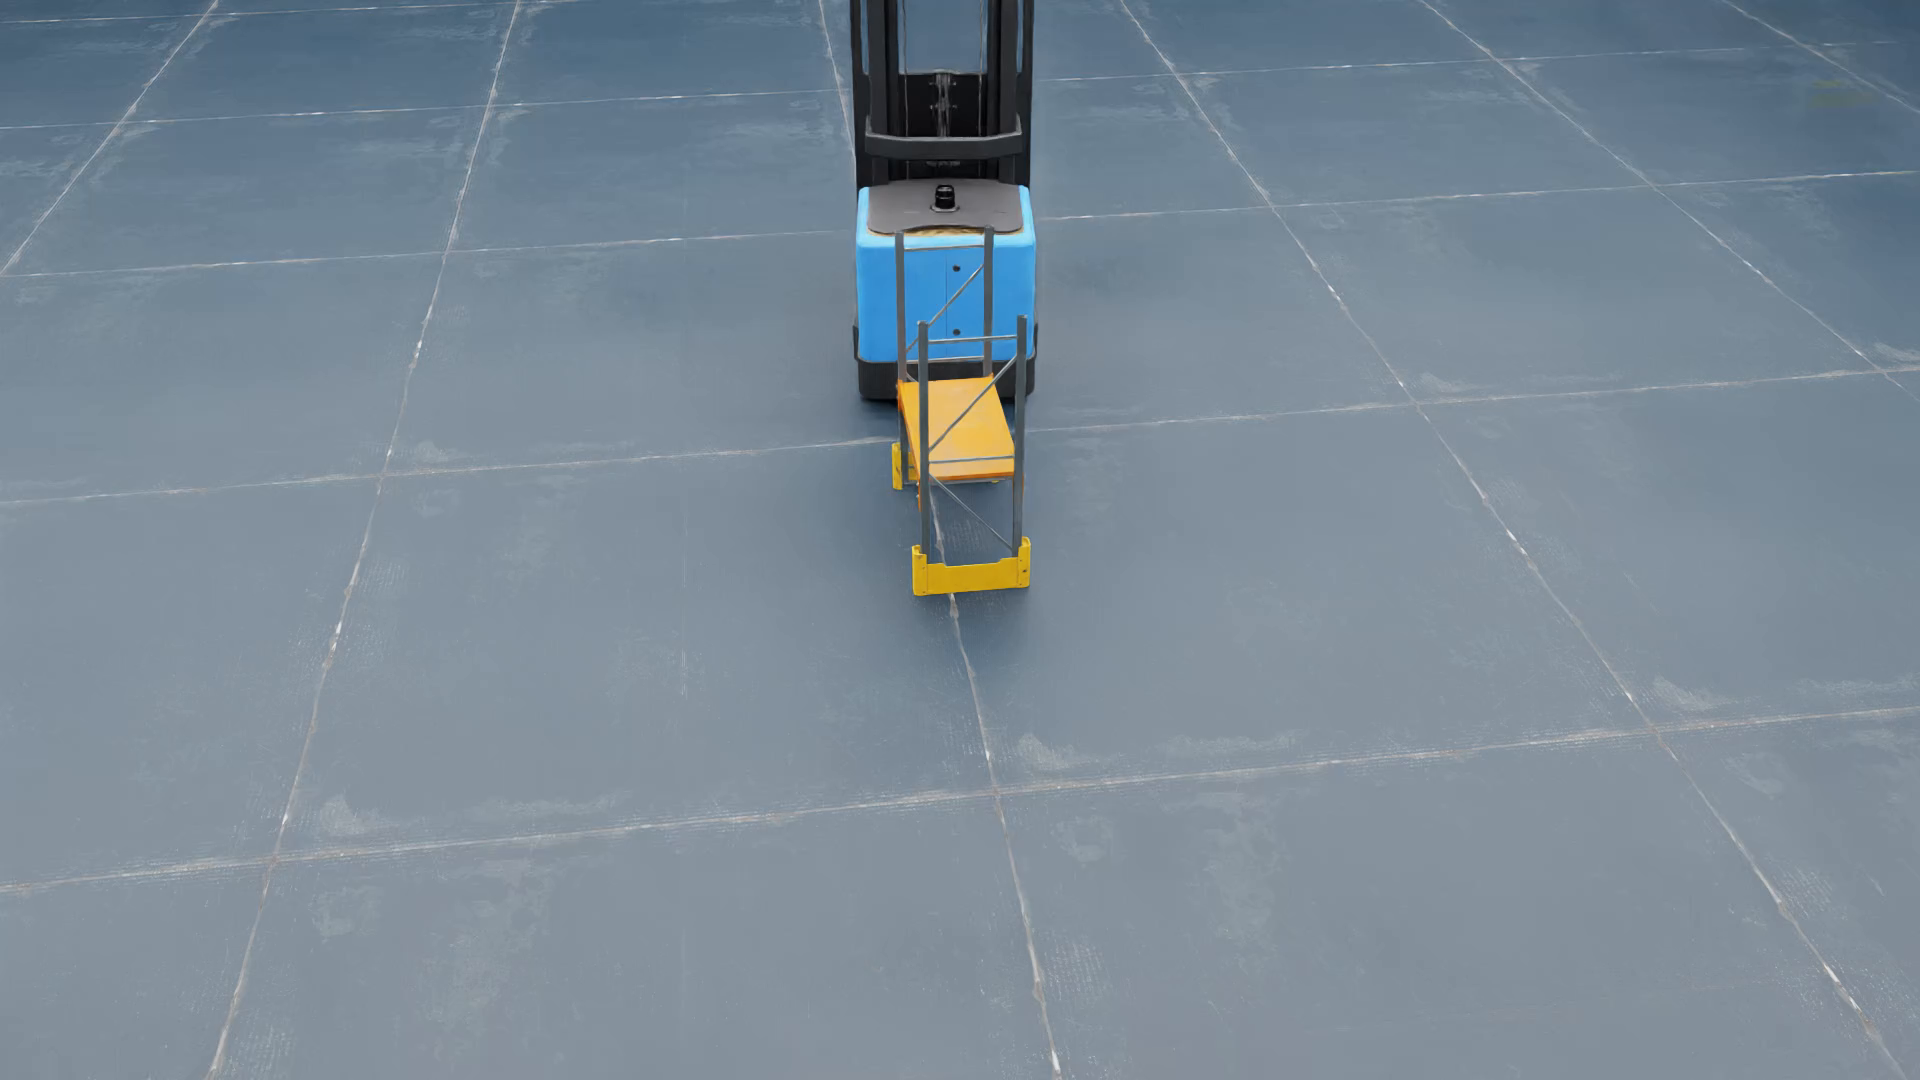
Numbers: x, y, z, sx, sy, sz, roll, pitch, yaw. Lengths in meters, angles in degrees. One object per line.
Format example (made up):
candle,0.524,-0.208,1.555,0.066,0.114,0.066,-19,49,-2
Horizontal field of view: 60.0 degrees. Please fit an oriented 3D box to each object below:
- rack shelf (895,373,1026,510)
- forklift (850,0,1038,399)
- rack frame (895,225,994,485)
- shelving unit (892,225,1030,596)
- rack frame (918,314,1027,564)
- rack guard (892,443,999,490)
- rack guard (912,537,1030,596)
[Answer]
rack shelf,-0.011,-0.519,8.499,0.538,0.185,1.000,-4,35,-6
forklift,-0.113,-2.846,10.324,1.130,2.935,3.031,-1,34,-1
rack frame,-0.080,-0.951,8.814,0.500,1.500,0.032,-4,35,-6
shelving unit,-0.010,-0.662,8.390,0.587,1.500,1.083,-4,35,-6
rack frame,0.057,-0.384,7.981,0.500,1.500,0.032,-4,35,-6
rack guard,-0.077,-0.424,9.150,0.587,0.250,0.087,-4,35,-6
rack guard,0.057,0.132,8.334,0.587,0.250,0.087,-4,35,-6
